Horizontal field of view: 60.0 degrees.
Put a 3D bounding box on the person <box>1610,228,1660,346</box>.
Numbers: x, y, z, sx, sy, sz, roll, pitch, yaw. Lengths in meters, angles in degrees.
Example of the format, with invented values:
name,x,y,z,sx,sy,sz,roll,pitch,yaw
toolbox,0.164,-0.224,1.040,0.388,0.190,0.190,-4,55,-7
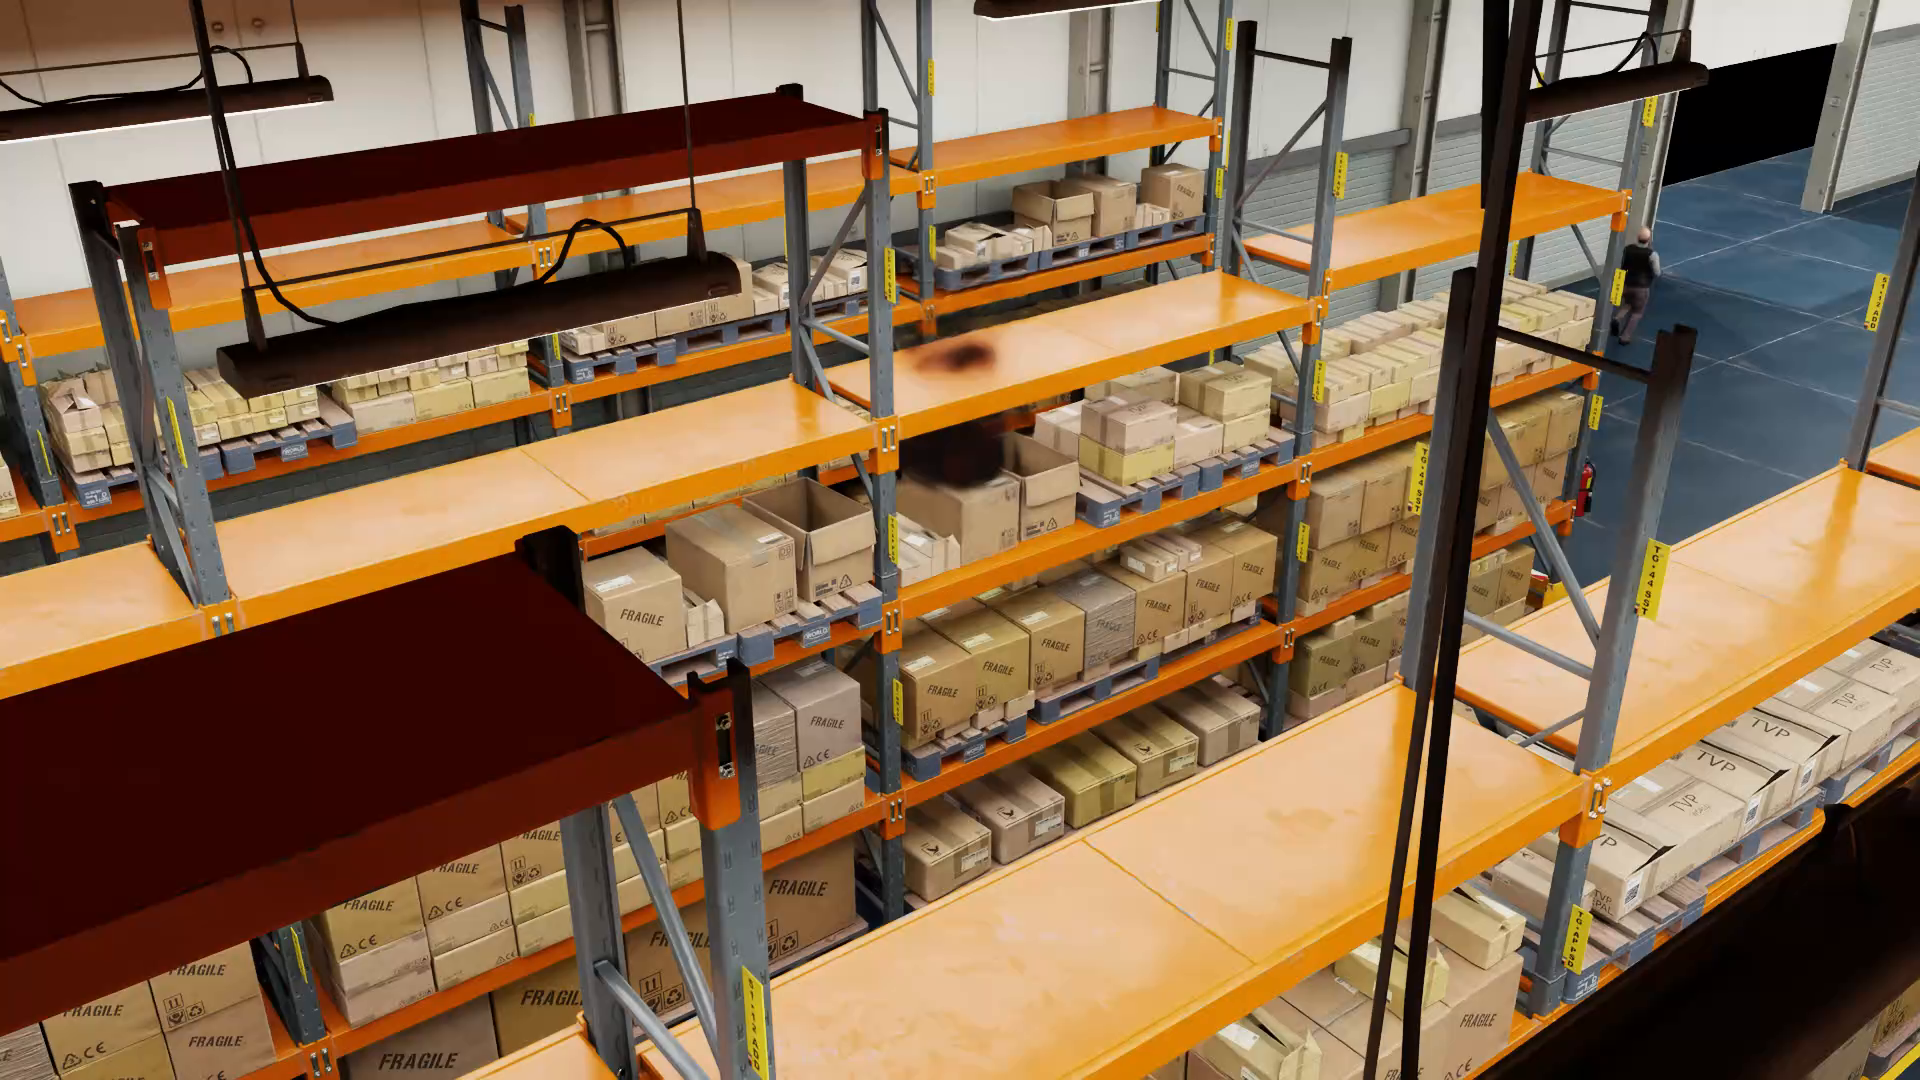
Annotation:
name,x,y,z,sx,sy,sz,roll,pitch,yaw
person,9.582,-3.609,23.575,0.653,1.680,0.568,24,35,39
